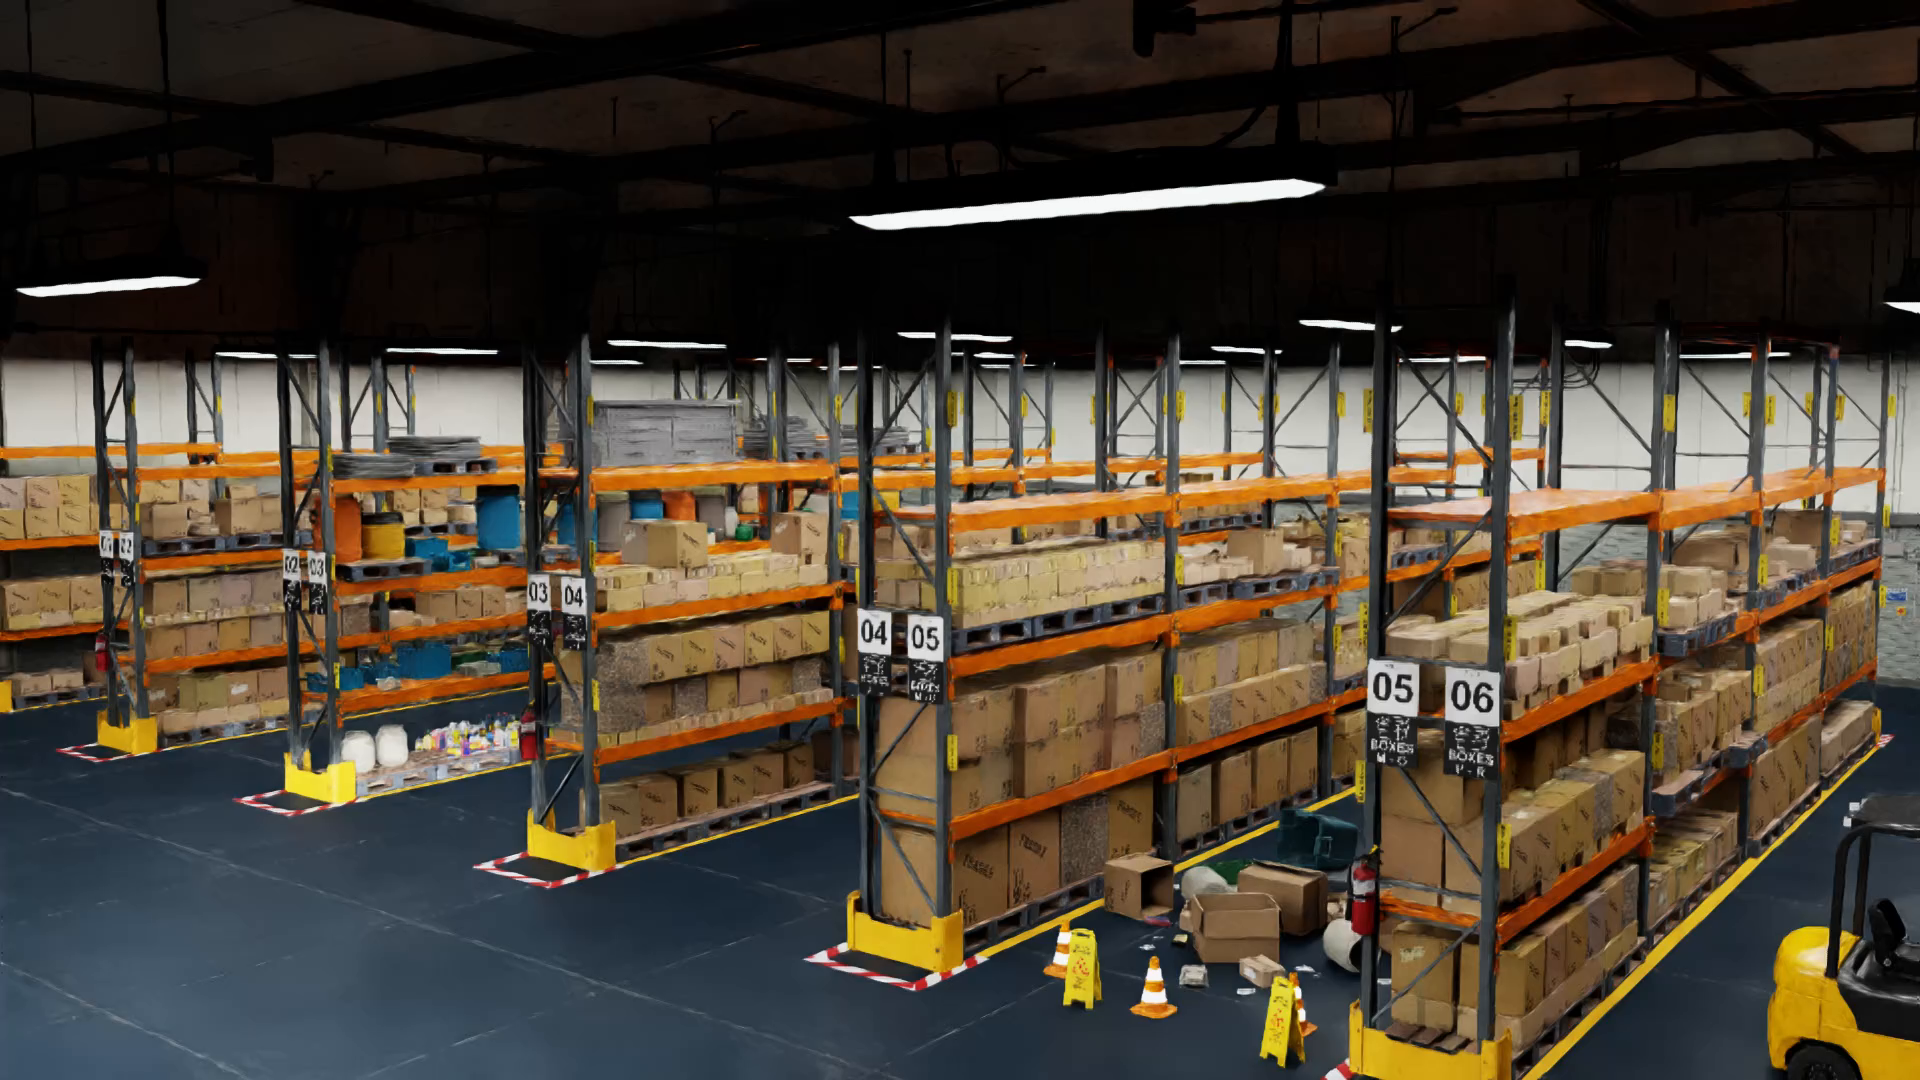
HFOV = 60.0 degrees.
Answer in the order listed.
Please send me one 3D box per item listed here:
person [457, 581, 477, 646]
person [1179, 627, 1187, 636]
[{"bbox_3d":[-9.284,1.598,31.357,0.449,1.671,0.533,1,5,7],"label":"person"},{"bbox_3d":[3.324,2.045,25.850,0.578,1.725,0.494,-2,5,-21],"label":"person"}]
